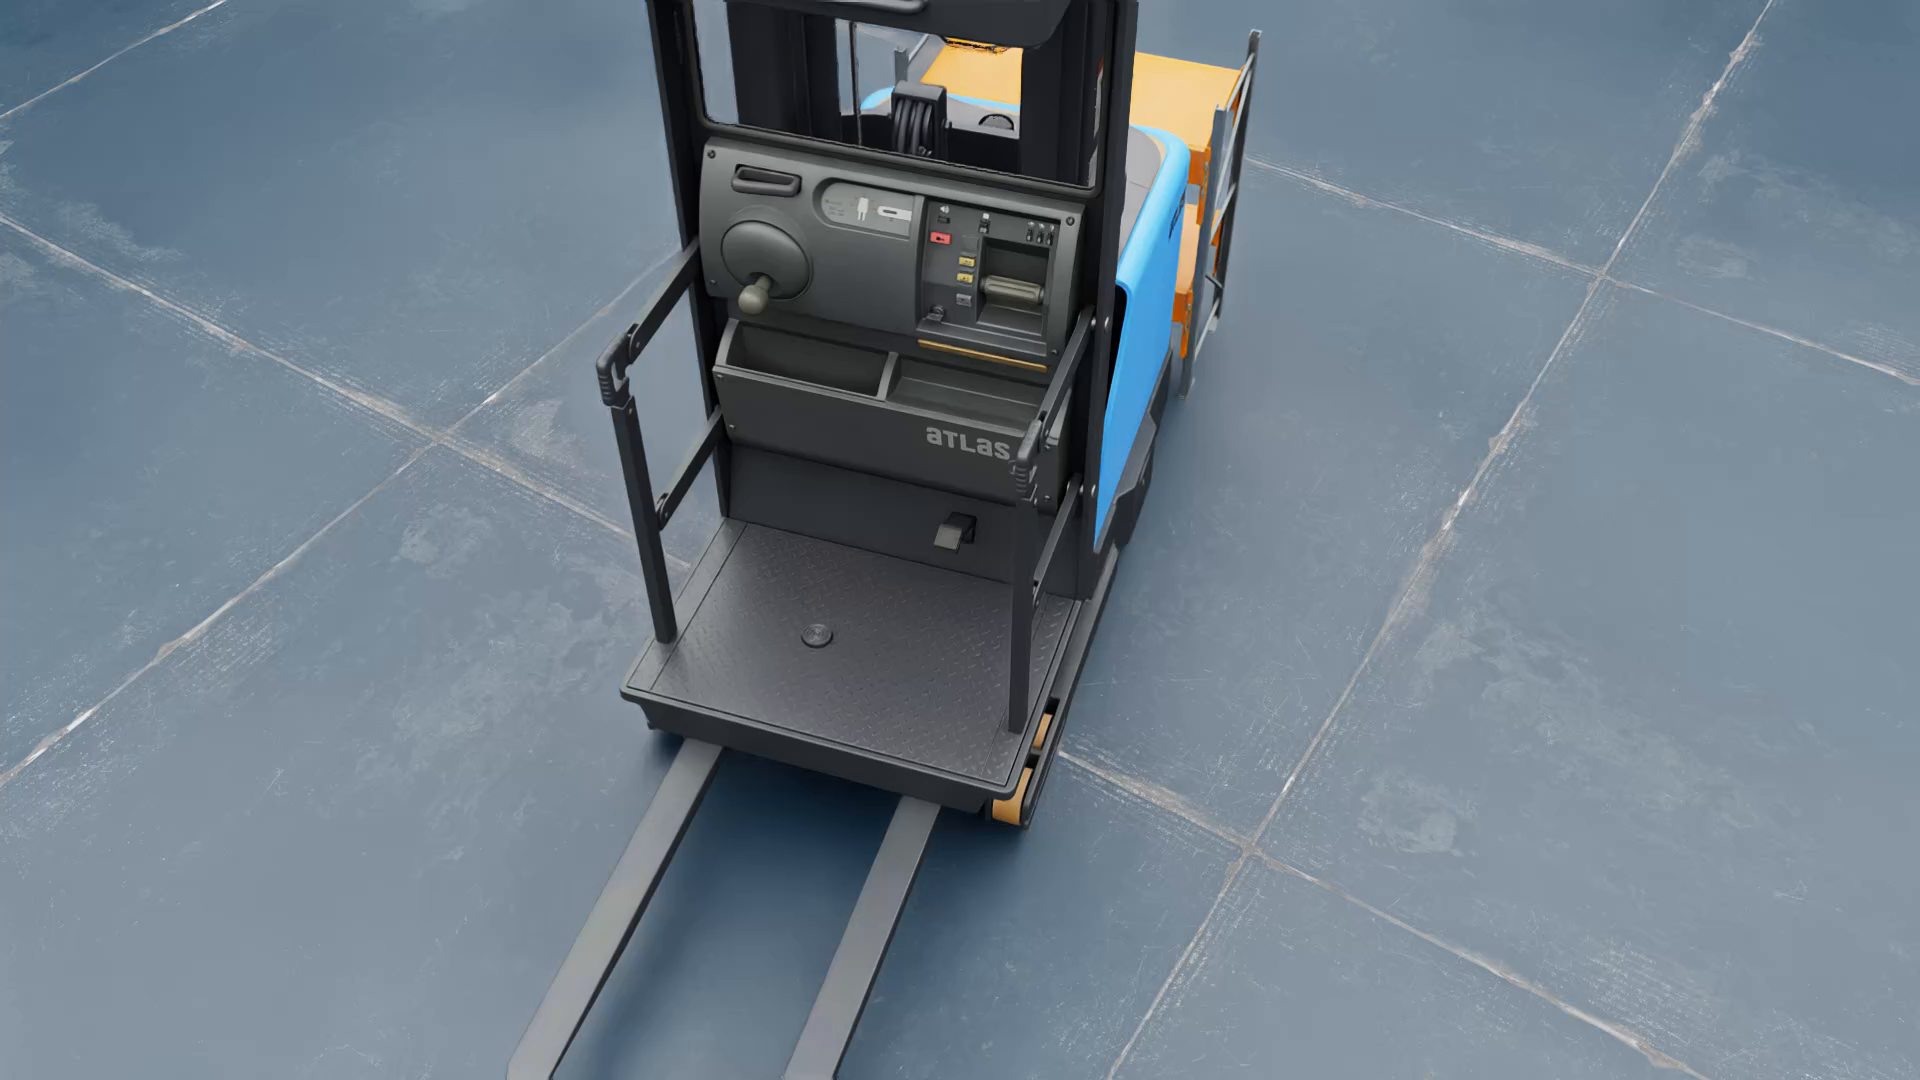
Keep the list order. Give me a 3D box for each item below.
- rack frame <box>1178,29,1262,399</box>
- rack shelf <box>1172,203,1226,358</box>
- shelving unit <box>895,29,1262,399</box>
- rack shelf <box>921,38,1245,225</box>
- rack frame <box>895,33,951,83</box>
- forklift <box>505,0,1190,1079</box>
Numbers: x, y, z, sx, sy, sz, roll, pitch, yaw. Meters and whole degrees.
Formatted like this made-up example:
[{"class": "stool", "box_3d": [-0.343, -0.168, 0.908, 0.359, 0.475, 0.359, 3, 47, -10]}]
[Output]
[{"class": "rack frame", "box_3d": [0.852, -1.048, 5.484, 0.032, 1.125, 0.500, 15, 48, 14]}, {"class": "rack shelf", "box_3d": [0.374, -1.002, 5.780, 1.000, 0.278, 0.538, 15, 48, 14]}, {"class": "shelving unit", "box_3d": [0.374, -1.172, 5.605, 1.048, 1.125, 0.538, 15, 48, 14]}, {"class": "rack shelf", "box_3d": [0.374, -1.376, 5.395, 1.000, 0.278, 0.538, 15, 48, 14]}, {"class": "rack frame", "box_3d": [-0.104, -1.296, 5.725, 0.032, 1.125, 0.500, 15, 48, 14]}, {"class": "forklift", "box_3d": [-0.241, -0.583, 3.773, 1.130, 2.935, 3.031, 13, 47, 12]}]
